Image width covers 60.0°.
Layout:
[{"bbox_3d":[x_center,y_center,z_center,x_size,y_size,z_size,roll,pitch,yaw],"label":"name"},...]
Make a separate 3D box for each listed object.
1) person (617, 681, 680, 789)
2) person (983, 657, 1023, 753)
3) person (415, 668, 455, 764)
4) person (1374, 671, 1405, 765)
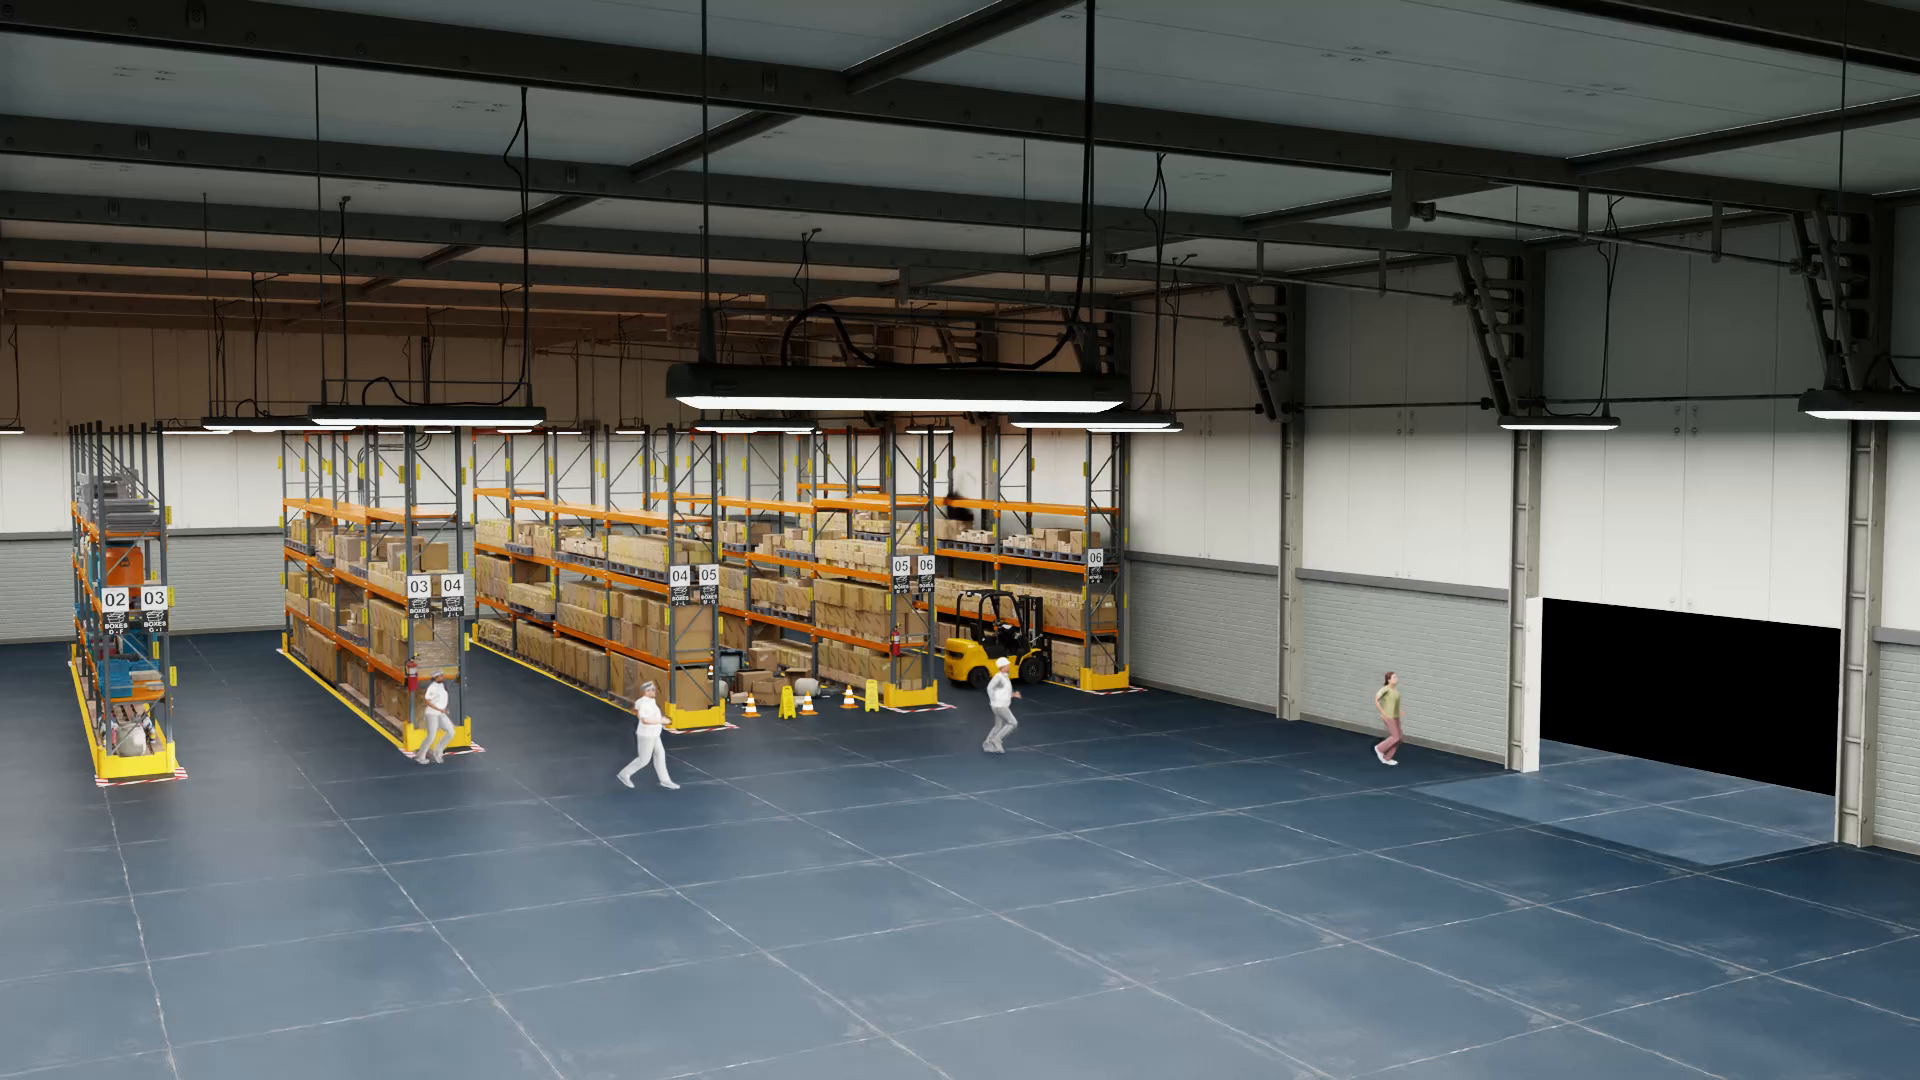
[{"bbox_3d":[-5.041,3.159,26.850,0.987,1.784,0.662,0,4,-1],"label":"person"},{"bbox_3d":[0.766,2.984,30.106,0.724,1.723,0.584,1,4,10],"label":"person"},{"bbox_3d":[-9.203,3.091,29.247,0.632,1.676,0.607,1,4,14],"label":"person"},{"bbox_3d":[7.524,3.111,29.060,0.512,1.633,0.585,3,5,45],"label":"person"}]
